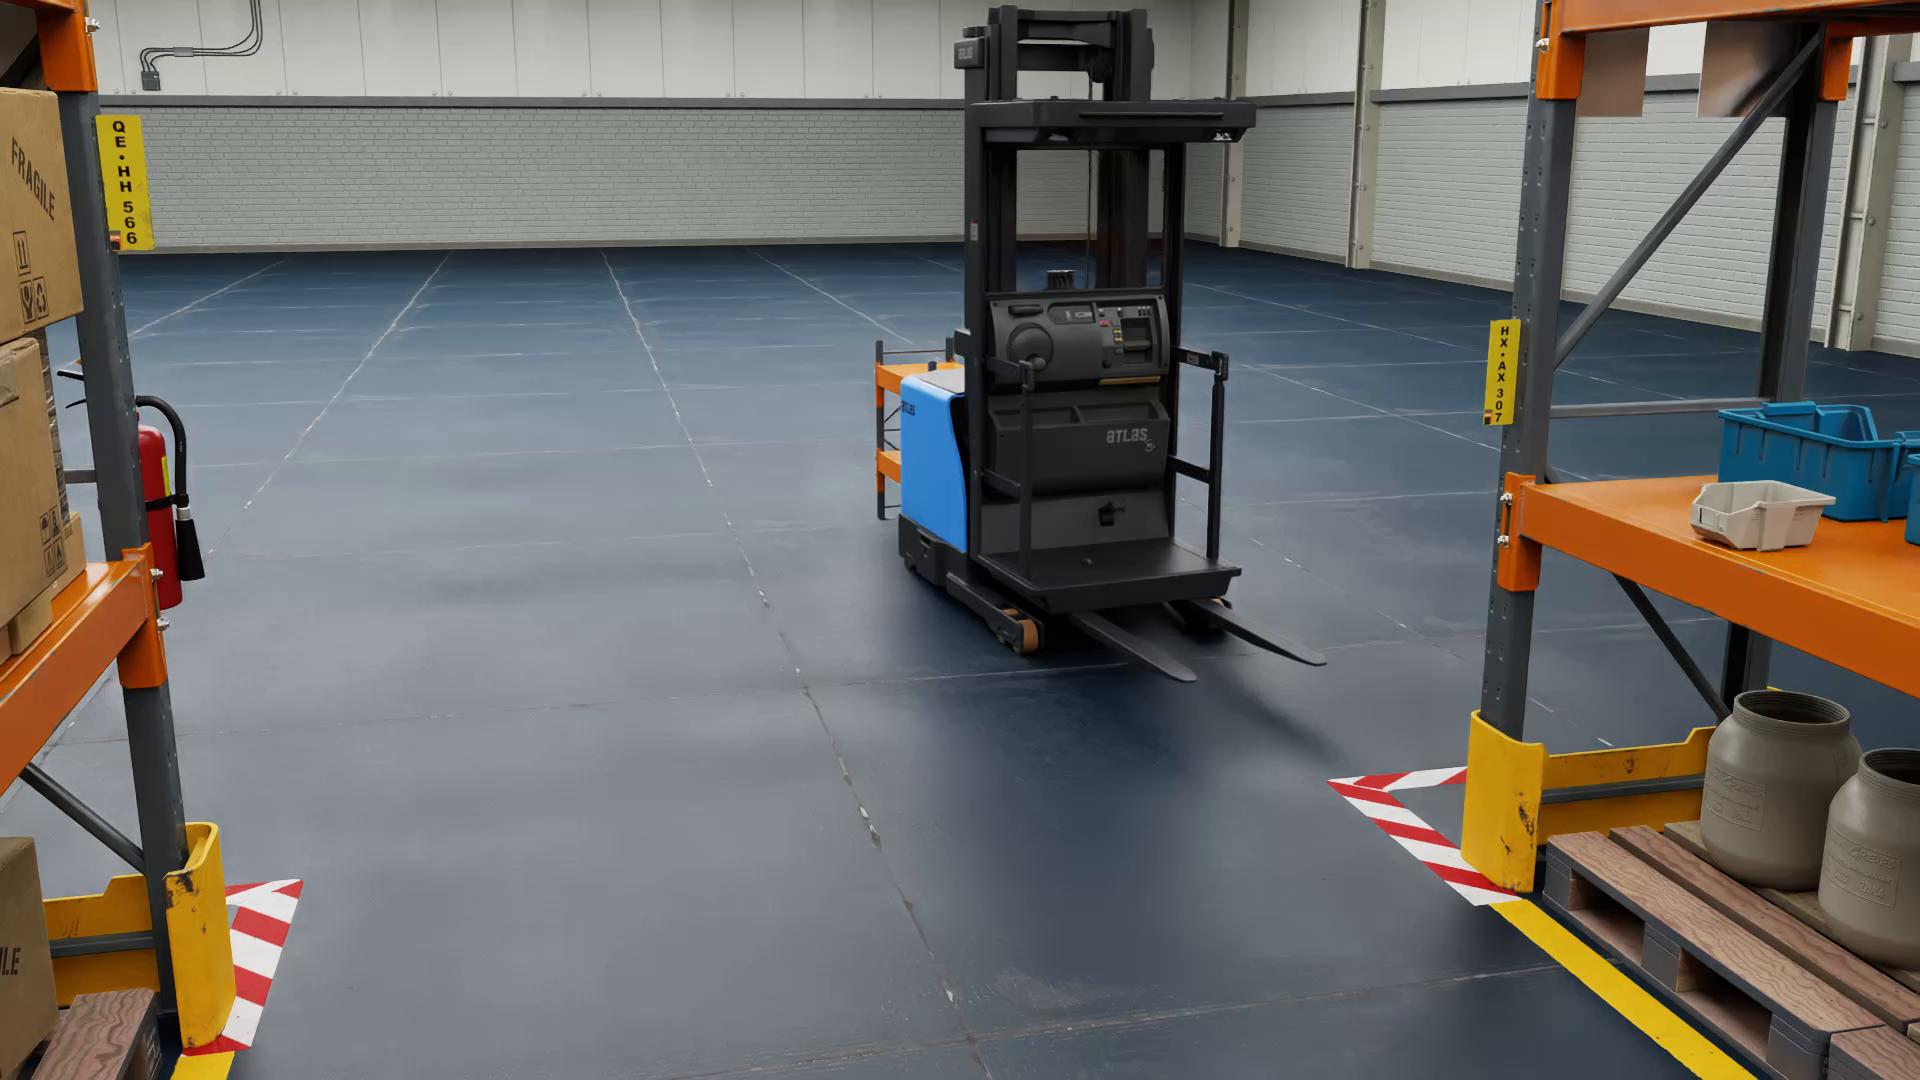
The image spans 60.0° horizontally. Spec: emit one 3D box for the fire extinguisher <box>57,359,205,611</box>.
[{"bbox_3d":[-2.181,-0.152,4.391,0.296,0.674,0.183,-3,14,-13],"label":"fire extinguisher"}]

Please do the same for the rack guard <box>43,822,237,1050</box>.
[{"bbox_3d":[-2.584,1.094,4.394,1.175,0.500,0.348,-3,14,-13],"label":"rack guard"}]

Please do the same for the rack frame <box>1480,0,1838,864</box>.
[{"bbox_3d":[2.212,-0.413,5.299,1.000,3.000,0.127,-3,14,-13],"label":"rack frame"}]

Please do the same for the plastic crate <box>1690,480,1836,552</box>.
[{"bbox_3d":[2.110,-0.061,4.412,0.298,0.136,0.250,-3,14,-13],"label":"plastic crate"}]

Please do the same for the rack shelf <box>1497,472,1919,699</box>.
[{"bbox_3d":[2.682,0.397,3.496,1.077,0.370,4.000,-3,14,-13],"label":"rack shelf"}]

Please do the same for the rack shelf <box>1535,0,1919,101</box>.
[{"bbox_3d":[2.682,-1.060,3.140,1.077,0.370,4.000,-3,14,-13],"label":"rack shelf"}]

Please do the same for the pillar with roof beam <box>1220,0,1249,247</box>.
[{"bbox_3d":[1.617,-10.447,33.729,9.100,9.000,0.400,-3,14,-13],"label":"pillar with roof beam"}]

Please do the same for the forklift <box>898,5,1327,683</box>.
[{"bbox_3d":[0.664,-1.002,7.853,1.130,2.935,3.031,-5,15,-21],"label":"forklift"}]

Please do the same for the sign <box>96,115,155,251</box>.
[{"bbox_3d":[-2.058,-0.880,4.102,0.100,0.325,0.005,-3,14,-13],"label":"sign"}]

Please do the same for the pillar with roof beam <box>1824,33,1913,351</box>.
[{"bbox_3d":[5.845,-6.295,16.732,9.100,9.000,0.400,-3,14,-13],"label":"pillar with roof beam"}]

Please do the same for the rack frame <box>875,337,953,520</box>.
[{"bbox_3d":[-0.282,-0.695,10.401,0.500,1.125,0.032,-5,15,-19],"label":"rack frame"}]

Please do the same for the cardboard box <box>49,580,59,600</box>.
[{"bbox_3d":[-2.276,0.097,3.741,0.380,0.149,0.250,-3,14,-13],"label":"cardboard box"}]

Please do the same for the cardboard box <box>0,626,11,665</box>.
[{"bbox_3d":[-2.124,0.210,3.277,0.380,0.149,0.250,-3,14,-13],"label":"cardboard box"}]

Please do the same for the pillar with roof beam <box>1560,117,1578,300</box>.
[{"bbox_3d":[4.436,-7.679,22.398,9.100,9.000,0.400,-3,14,-13],"label":"pillar with roof beam"}]

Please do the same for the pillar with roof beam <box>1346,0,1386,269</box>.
[{"bbox_3d":[3.026,-9.063,28.064,9.100,9.000,0.400,-3,14,-13],"label":"pillar with roof beam"}]

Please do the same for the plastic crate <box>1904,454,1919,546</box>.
[{"bbox_3d":[2.768,-0.092,4.298,0.499,0.251,0.408,-3,14,-13],"label":"plastic crate"}]

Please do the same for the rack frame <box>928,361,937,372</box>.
[{"bbox_3d":[0.059,-0.468,9.471,0.500,1.125,0.032,-5,15,-19],"label":"rack frame"}]

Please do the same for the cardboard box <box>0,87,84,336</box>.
[{"bbox_3d":[-2.233,-0.703,3.540,0.500,0.500,0.500,-3,14,-13],"label":"cardboard box"}]

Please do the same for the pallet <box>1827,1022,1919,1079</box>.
[{"bbox_3d":[2.745,1.425,3.651,1.003,0.211,1.213,-3,14,-13],"label":"pallet"}]

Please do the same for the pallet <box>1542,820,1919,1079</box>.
[{"bbox_3d":[2.462,1.144,4.801,1.003,0.211,1.213,-3,14,-13],"label":"pallet"}]

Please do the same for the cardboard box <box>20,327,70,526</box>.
[{"bbox_3d":[-2.500,-0.202,3.596,0.875,0.500,0.500,-3,14,-13],"label":"cardboard box"}]

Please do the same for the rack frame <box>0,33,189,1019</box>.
[{"bbox_3d":[-2.602,-0.137,4.169,1.000,3.000,0.127,-3,14,-13],"label":"rack frame"}]

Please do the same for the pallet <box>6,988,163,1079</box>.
[{"bbox_3d":[-2.428,1.424,3.653,1.003,0.211,1.213,-3,14,-13],"label":"pallet"}]

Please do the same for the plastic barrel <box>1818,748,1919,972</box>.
[{"bbox_3d":[2.559,0.854,4.467,0.421,0.512,0.421,0,14,0],"label":"plastic barrel"}]

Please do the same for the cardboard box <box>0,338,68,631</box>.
[{"bbox_3d":[-2.265,-0.093,3.151,0.875,0.500,0.500,-3,14,-13],"label":"cardboard box"}]

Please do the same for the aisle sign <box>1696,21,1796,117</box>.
[{"bbox_3d":[2.484,-1.709,5.126,0.394,0.787,0.004,-3,14,-13],"label":"aisle sign"}]

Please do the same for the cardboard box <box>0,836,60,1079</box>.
[{"bbox_3d":[-2.472,1.018,3.822,0.500,0.500,0.500,-1,14,-3],"label":"cardboard box"}]

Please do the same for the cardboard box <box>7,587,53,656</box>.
[{"bbox_3d":[-2.168,0.151,3.516,0.380,0.149,0.250,-3,14,-13],"label":"cardboard box"}]

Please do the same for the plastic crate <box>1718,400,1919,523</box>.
[{"bbox_3d":[2.621,-0.242,4.912,0.499,0.251,0.616,-3,14,-13],"label":"plastic crate"}]

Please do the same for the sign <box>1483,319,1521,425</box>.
[{"bbox_3d":[1.677,-0.518,5.145,0.100,0.325,0.005,-3,14,-13],"label":"sign"}]

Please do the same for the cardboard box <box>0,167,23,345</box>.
[{"bbox_3d":[-2.110,-0.588,3.069,0.500,0.500,0.500,-3,14,-13],"label":"cardboard box"}]

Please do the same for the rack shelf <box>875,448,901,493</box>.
[{"bbox_3d":[-0.111,-0.344,9.994,0.538,0.278,1.000,-5,15,-19],"label":"rack shelf"}]

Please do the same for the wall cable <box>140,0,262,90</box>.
[{"bbox_3d":[-14.992,-11.863,32.356,2.305,6.003,0.169,-3,14,-13],"label":"wall cable"}]

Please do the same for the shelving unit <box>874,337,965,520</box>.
[{"bbox_3d":[-0.111,-0.581,9.936,0.538,1.125,1.048,-5,15,-19],"label":"shelving unit"}]

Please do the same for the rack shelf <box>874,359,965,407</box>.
[{"bbox_3d":[-0.111,-0.866,9.867,0.538,0.278,1.000,-5,15,-19],"label":"rack shelf"}]

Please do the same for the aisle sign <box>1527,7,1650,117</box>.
[{"bbox_3d":[1.911,-1.677,4.992,0.394,0.787,0.004,-3,14,-13],"label":"aisle sign"}]

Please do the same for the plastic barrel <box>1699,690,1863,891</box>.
[{"bbox_3d":[2.441,0.739,4.940,0.421,0.512,0.421,0,14,0],"label":"plastic barrel"}]

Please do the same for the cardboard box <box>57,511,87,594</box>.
[{"bbox_3d":[-2.334,0.039,3.977,0.380,0.149,0.250,-3,14,-13],"label":"cardboard box"}]

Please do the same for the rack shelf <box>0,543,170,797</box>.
[{"bbox_3d":[-2.132,0.674,2.366,1.077,0.370,4.000,-3,14,-13],"label":"rack shelf"}]

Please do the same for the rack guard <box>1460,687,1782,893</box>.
[{"bbox_3d":[2.276,0.816,5.535,1.175,0.500,0.348,-3,14,-13],"label":"rack guard"}]

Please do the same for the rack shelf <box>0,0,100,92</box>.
[{"bbox_3d":[-2.132,-0.784,2.010,1.077,0.370,4.000,-3,14,-13],"label":"rack shelf"}]

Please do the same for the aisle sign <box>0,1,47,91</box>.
[{"bbox_3d":[-2.325,-1.431,3.987,0.394,0.787,0.004,-3,14,-13],"label":"aisle sign"}]
